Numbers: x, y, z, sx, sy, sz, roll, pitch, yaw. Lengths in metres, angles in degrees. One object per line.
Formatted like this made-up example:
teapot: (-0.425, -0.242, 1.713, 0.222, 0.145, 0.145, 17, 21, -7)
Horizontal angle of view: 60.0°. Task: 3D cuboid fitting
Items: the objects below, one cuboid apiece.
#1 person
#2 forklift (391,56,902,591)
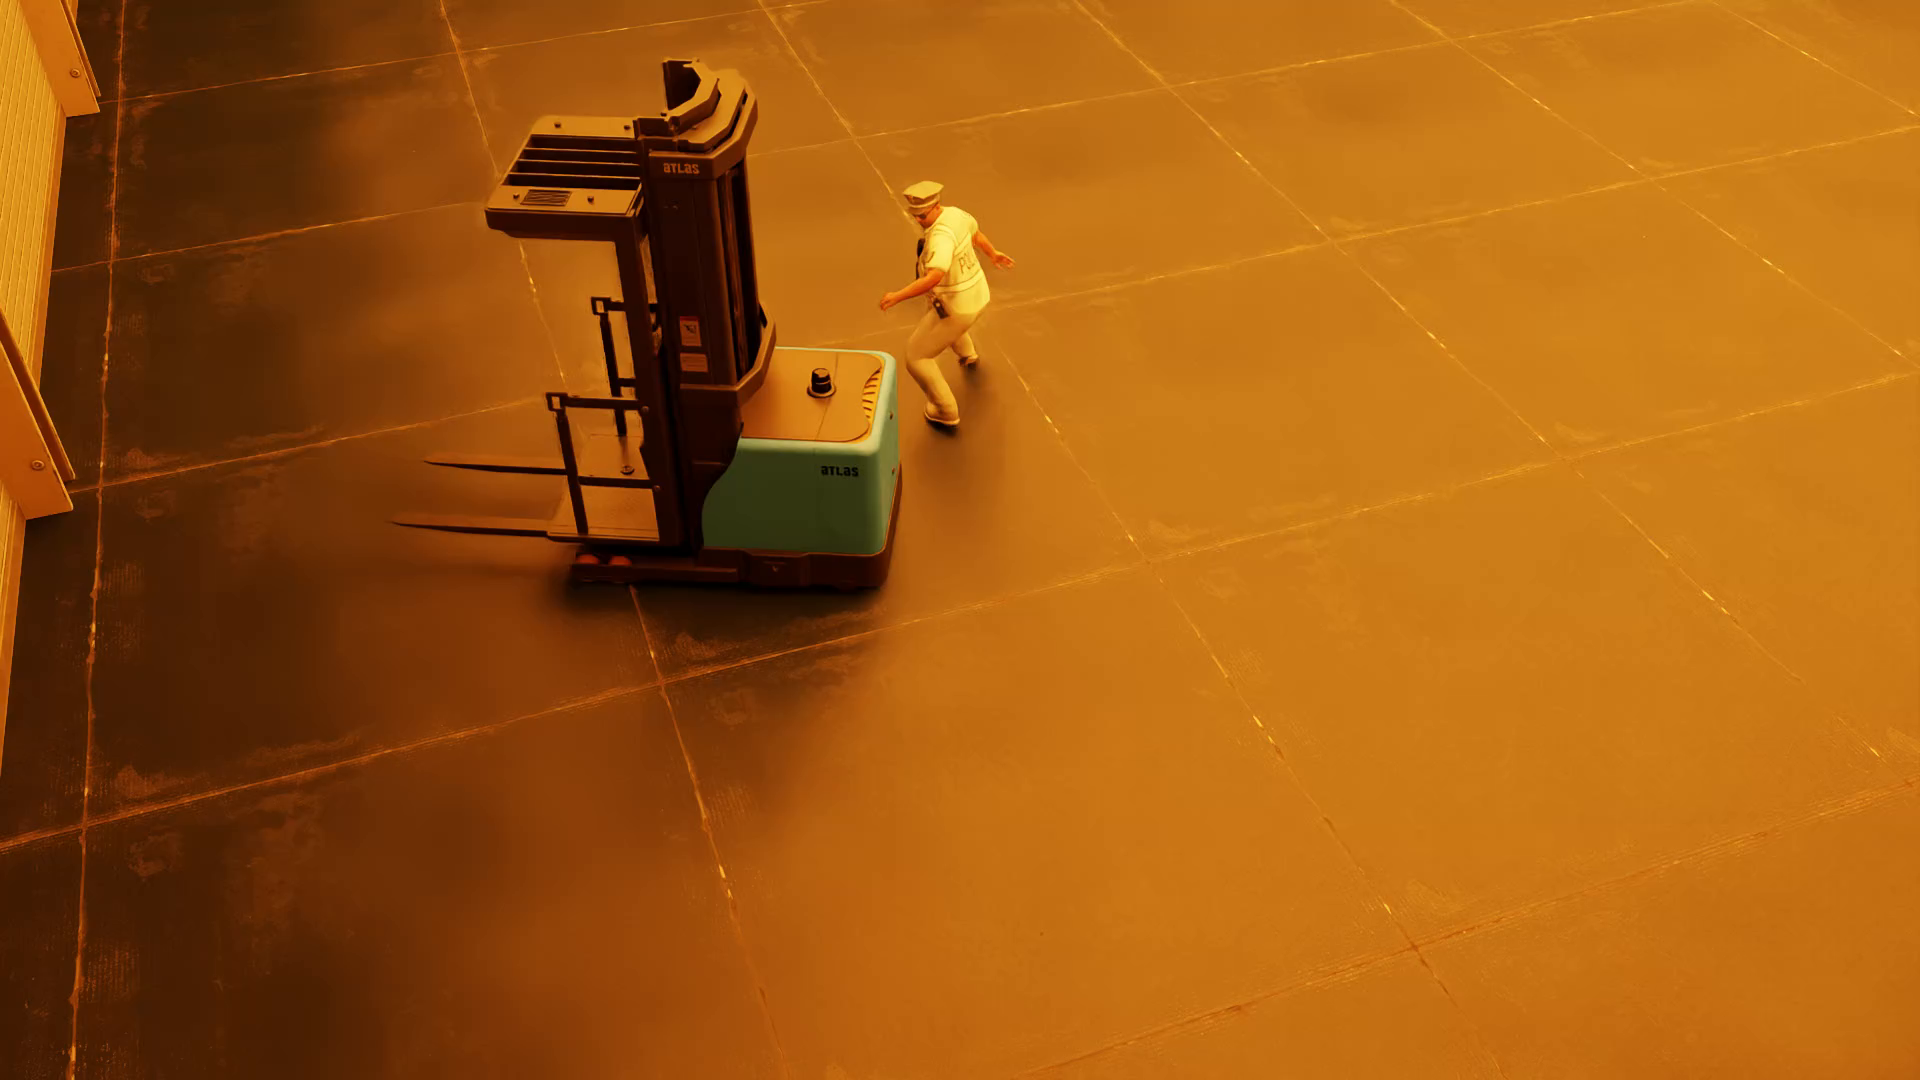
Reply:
person: (-0.079, -1.591, 11.040, 0.586, 1.710, 1.063, 14, 42, 16)
forklift: (-1.910, -1.198, 9.423, 3.031, 2.935, 1.130, 3, 40, 4)
